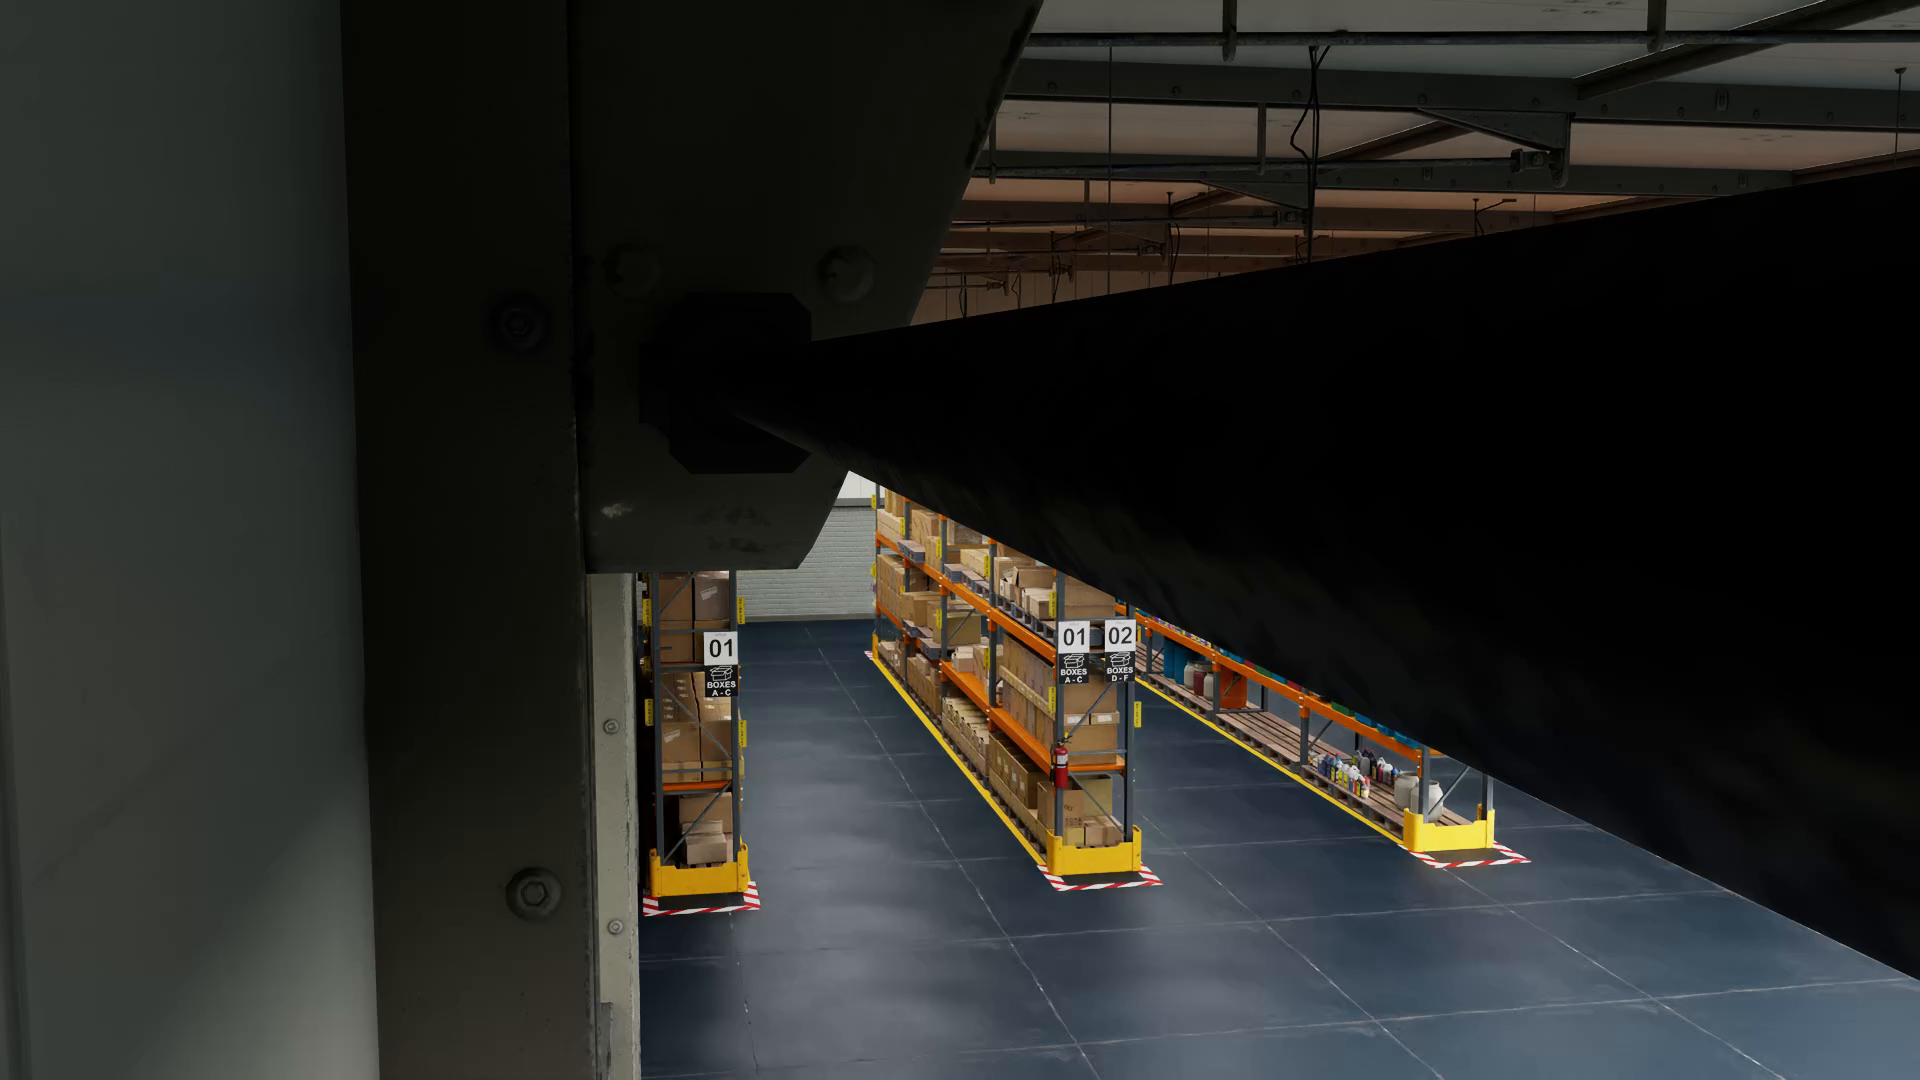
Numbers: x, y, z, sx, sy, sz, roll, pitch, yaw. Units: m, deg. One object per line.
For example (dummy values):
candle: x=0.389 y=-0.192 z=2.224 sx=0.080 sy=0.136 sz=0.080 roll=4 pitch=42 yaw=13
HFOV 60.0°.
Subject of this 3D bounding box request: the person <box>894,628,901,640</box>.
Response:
person: x=-1.205 y=1.589 z=37.893 sx=0.691 sy=1.796 sz=0.693 roll=1 pitch=6 yaw=13
